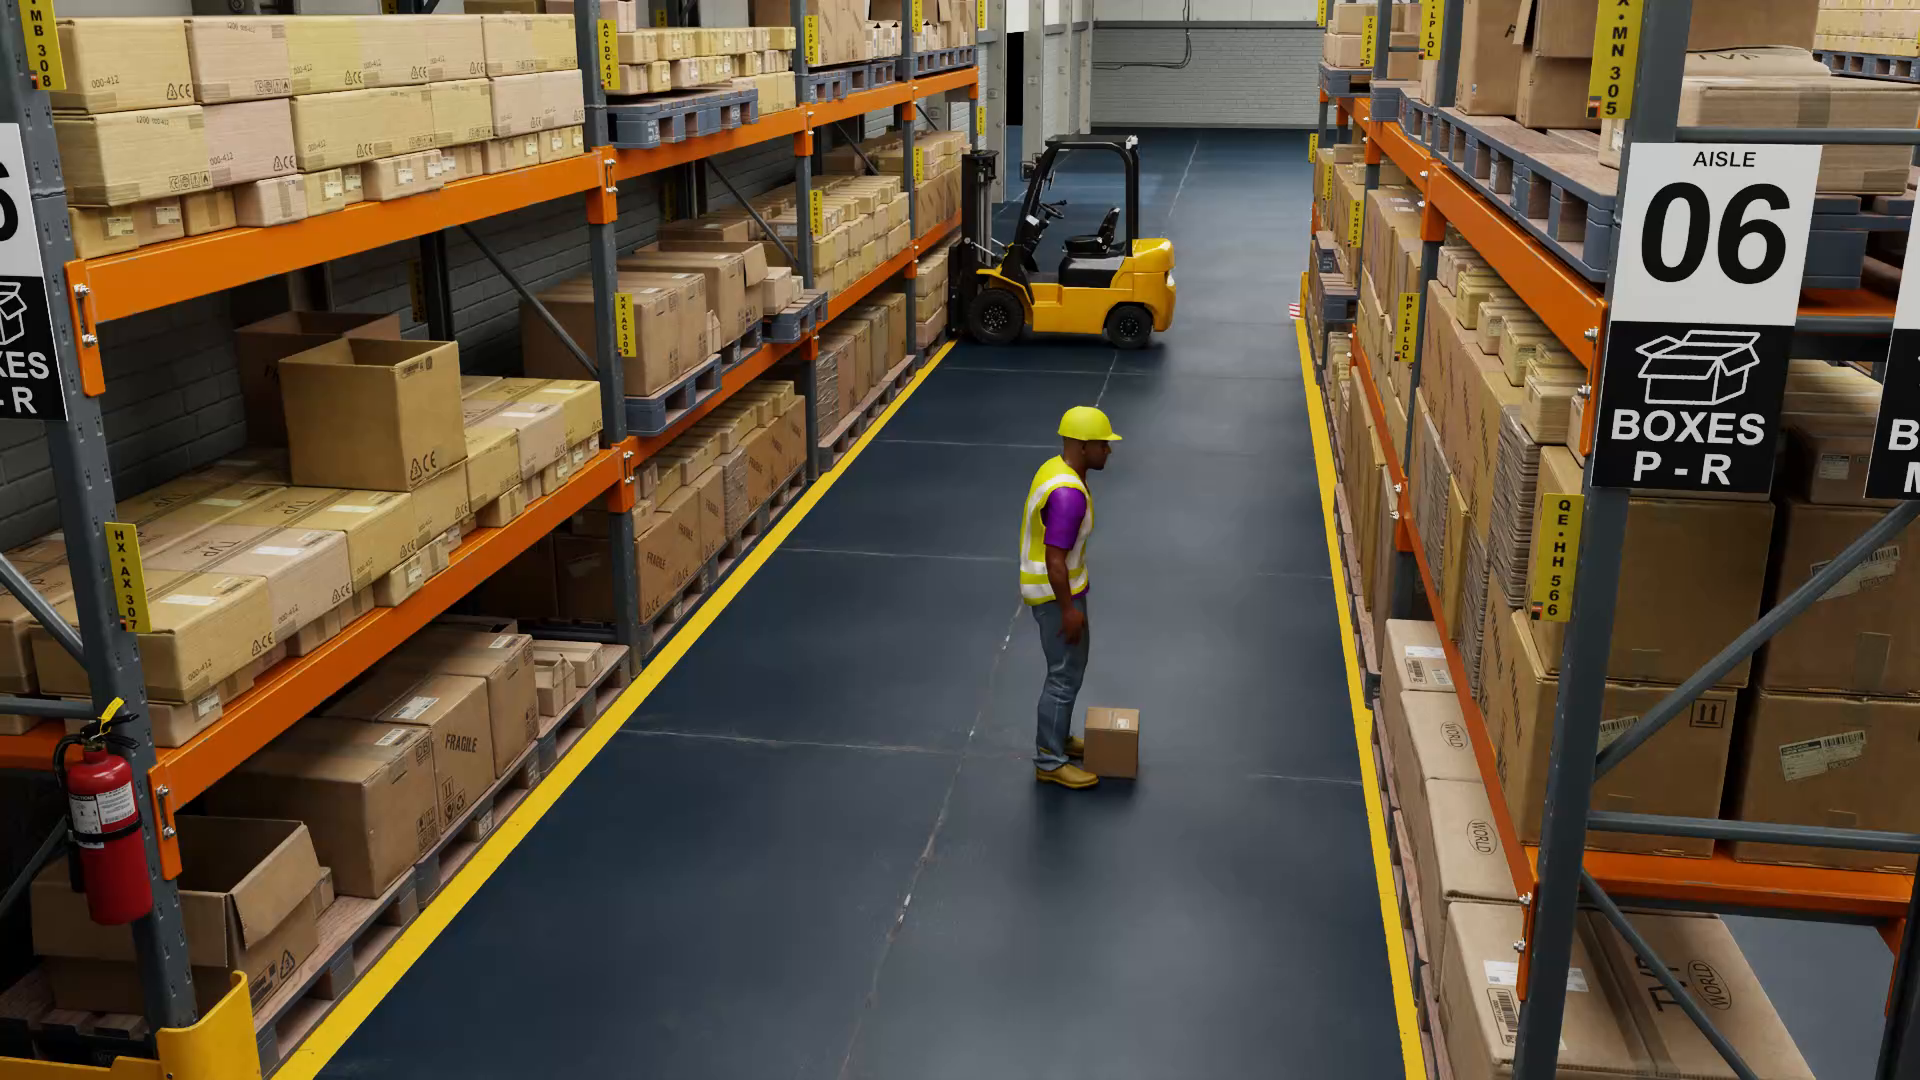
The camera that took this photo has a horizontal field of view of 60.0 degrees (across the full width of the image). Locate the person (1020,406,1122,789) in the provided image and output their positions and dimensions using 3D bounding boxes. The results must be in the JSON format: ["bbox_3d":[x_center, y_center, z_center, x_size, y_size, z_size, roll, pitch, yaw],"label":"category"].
[{"bbox_3d":[0.505,0.241,7.773,0.459,1.760,0.634,2,18,6],"label":"person"}]
